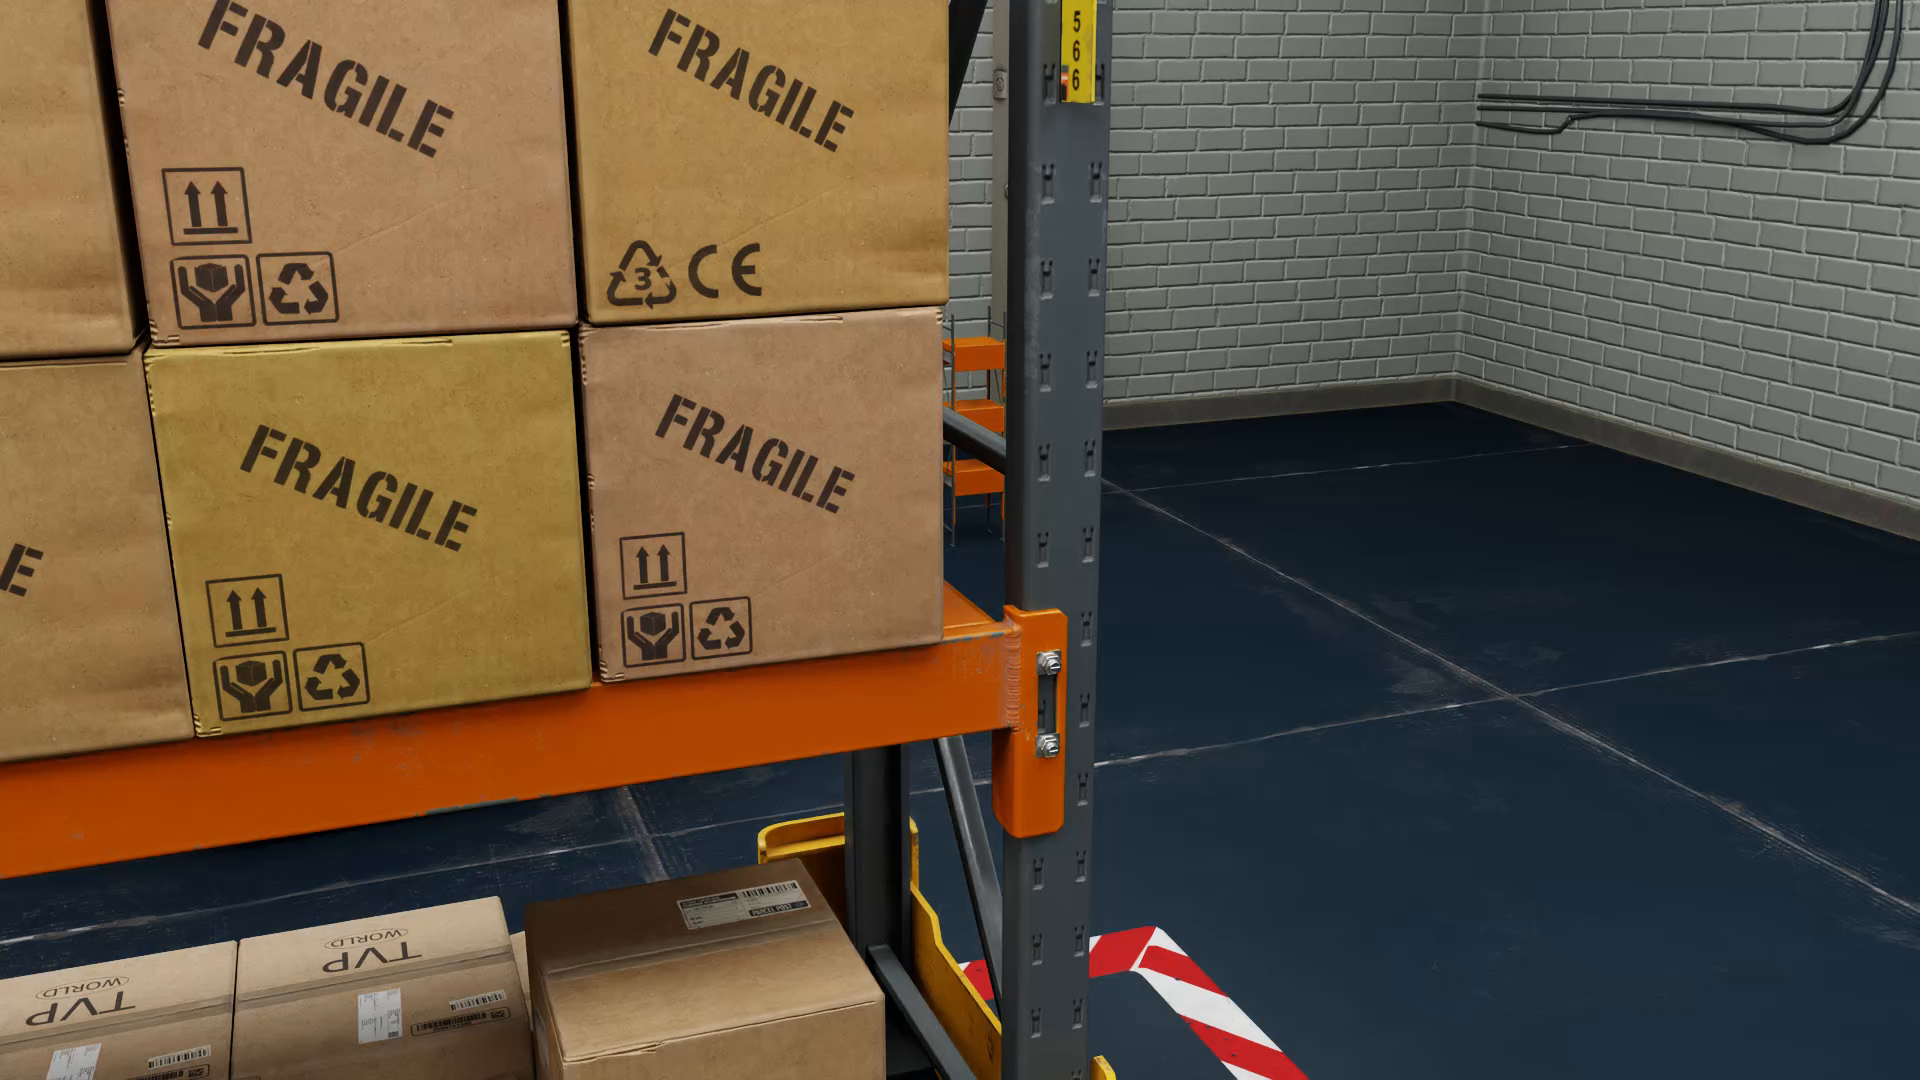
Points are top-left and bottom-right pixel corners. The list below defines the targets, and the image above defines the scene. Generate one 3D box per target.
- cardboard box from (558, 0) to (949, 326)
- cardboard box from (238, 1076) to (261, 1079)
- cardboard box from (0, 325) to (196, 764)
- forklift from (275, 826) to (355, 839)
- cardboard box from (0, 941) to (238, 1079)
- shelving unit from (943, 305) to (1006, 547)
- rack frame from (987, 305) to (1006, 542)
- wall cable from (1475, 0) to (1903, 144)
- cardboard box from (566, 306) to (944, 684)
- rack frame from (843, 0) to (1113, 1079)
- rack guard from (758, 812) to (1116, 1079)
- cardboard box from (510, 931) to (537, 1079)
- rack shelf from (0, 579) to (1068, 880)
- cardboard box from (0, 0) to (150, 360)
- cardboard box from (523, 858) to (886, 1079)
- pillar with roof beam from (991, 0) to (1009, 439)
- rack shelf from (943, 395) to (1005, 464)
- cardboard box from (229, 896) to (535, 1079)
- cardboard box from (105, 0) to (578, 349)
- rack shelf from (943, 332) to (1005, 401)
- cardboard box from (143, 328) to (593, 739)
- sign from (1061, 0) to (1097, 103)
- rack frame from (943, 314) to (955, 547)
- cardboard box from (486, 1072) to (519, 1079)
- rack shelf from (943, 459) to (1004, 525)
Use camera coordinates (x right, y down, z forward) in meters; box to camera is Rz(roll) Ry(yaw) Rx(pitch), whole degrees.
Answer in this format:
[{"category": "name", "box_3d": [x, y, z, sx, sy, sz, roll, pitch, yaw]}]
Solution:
[{"category": "cardboard box", "box_3d": [-0.337, -0.607, 2.388, 0.500, 0.500, 0.500, -6, 18, -21]}, {"category": "cardboard box", "box_3d": [-1.337, 1.120, 2.561, 0.500, 0.250, 0.500, -6, 17, -20]}, {"category": "cardboard box", "box_3d": [-1.291, -0.025, 2.183, 0.500, 0.500, 0.500, -6, 17, -20]}, {"category": "forklift", "box_3d": [-1.875, -0.728, 4.874, 3.031, 2.935, 1.130, -7, 18, -22]}, {"category": "cardboard box", "box_3d": [-1.562, 0.993, 2.992, 0.500, 0.250, 0.500, -6, 17, -20]}, {"category": "shelving unit", "box_3d": [0.050, -0.509, 7.469, 0.252, 1.050, 0.215, -6, 17, -20]}, {"category": "rack frame", "box_3d": [0.164, -0.521, 7.511, 0.008, 1.050, 0.200, -6, 17, -20]}, {"category": "wall cable", "box_3d": [3.614, -3.364, 8.593, 0.112, 2.526, 3.097, -6, 17, -20]}, {"category": "cardboard box", "box_3d": [-0.340, -0.127, 2.531, 0.500, 0.500, 0.500, -6, 17, -18]}, {"category": "rack frame", "box_3d": [-0.019, -0.196, 2.943, 0.127, 3.000, 1.000, -6, 17, -20]}, {"category": "rack guard", "box_3d": [-0.090, 1.011, 3.269, 0.348, 0.500, 1.175, -6, 17, -20]}, {"category": "cardboard box", "box_3d": [-0.767, 0.929, 3.358, 0.250, 0.166, 0.380, -6, 17, -20]}, {"category": "rack shelf", "box_3d": [-1.887, 0.351, 2.357, 4.000, 0.370, 1.077, -6, 17, -20]}, {"category": "cardboard box", "box_3d": [-1.291, -0.502, 2.032, 0.500, 0.500, 0.500, -6, 17, -19]}, {"category": "cardboard box", "box_3d": [-0.439, 0.912, 2.825, 0.500, 0.500, 0.500, -6, 17, -20]}, {"category": "pillar with roof beam", "box_3d": [1.957, -3.745, 4.379, 0.400, 9.000, 9.100, -6, 17, -20]}, {"category": "rack shelf", "box_3d": [0.050, -0.499, 7.472, 0.240, 0.259, 0.215, -6, 17, -20]}, {"category": "cardboard box", "box_3d": [-1.096, 0.943, 3.164, 0.500, 0.250, 0.500, -6, 17, -20]}, {"category": "cardboard box", "box_3d": [-0.808, -0.556, 2.214, 0.500, 0.500, 0.500, -6, 17, -19]}, {"category": "rack shelf", "box_3d": [0.050, -0.771, 7.392, 0.240, 0.259, 0.215, -6, 17, -20]}, {"category": "cardboard box", "box_3d": [-0.823, -0.074, 2.350, 0.500, 0.500, 0.500, -6, 17, -20]}, {"category": "sign", "box_3d": [0.160, -0.755, 2.231, 0.005, 0.325, 0.100, -6, 17, -20]}, {"category": "rack frame", "box_3d": [-0.064, -0.497, 7.427, 0.008, 1.050, 0.200, -6, 17, -20]}, {"category": "cardboard box", "box_3d": [-0.849, 1.089, 2.814, 0.250, 0.166, 0.380, -6, 17, -20]}, {"category": "rack shelf", "box_3d": [0.050, -0.232, 7.550, 0.240, 0.259, 0.215, -6, 17, -20]}]
